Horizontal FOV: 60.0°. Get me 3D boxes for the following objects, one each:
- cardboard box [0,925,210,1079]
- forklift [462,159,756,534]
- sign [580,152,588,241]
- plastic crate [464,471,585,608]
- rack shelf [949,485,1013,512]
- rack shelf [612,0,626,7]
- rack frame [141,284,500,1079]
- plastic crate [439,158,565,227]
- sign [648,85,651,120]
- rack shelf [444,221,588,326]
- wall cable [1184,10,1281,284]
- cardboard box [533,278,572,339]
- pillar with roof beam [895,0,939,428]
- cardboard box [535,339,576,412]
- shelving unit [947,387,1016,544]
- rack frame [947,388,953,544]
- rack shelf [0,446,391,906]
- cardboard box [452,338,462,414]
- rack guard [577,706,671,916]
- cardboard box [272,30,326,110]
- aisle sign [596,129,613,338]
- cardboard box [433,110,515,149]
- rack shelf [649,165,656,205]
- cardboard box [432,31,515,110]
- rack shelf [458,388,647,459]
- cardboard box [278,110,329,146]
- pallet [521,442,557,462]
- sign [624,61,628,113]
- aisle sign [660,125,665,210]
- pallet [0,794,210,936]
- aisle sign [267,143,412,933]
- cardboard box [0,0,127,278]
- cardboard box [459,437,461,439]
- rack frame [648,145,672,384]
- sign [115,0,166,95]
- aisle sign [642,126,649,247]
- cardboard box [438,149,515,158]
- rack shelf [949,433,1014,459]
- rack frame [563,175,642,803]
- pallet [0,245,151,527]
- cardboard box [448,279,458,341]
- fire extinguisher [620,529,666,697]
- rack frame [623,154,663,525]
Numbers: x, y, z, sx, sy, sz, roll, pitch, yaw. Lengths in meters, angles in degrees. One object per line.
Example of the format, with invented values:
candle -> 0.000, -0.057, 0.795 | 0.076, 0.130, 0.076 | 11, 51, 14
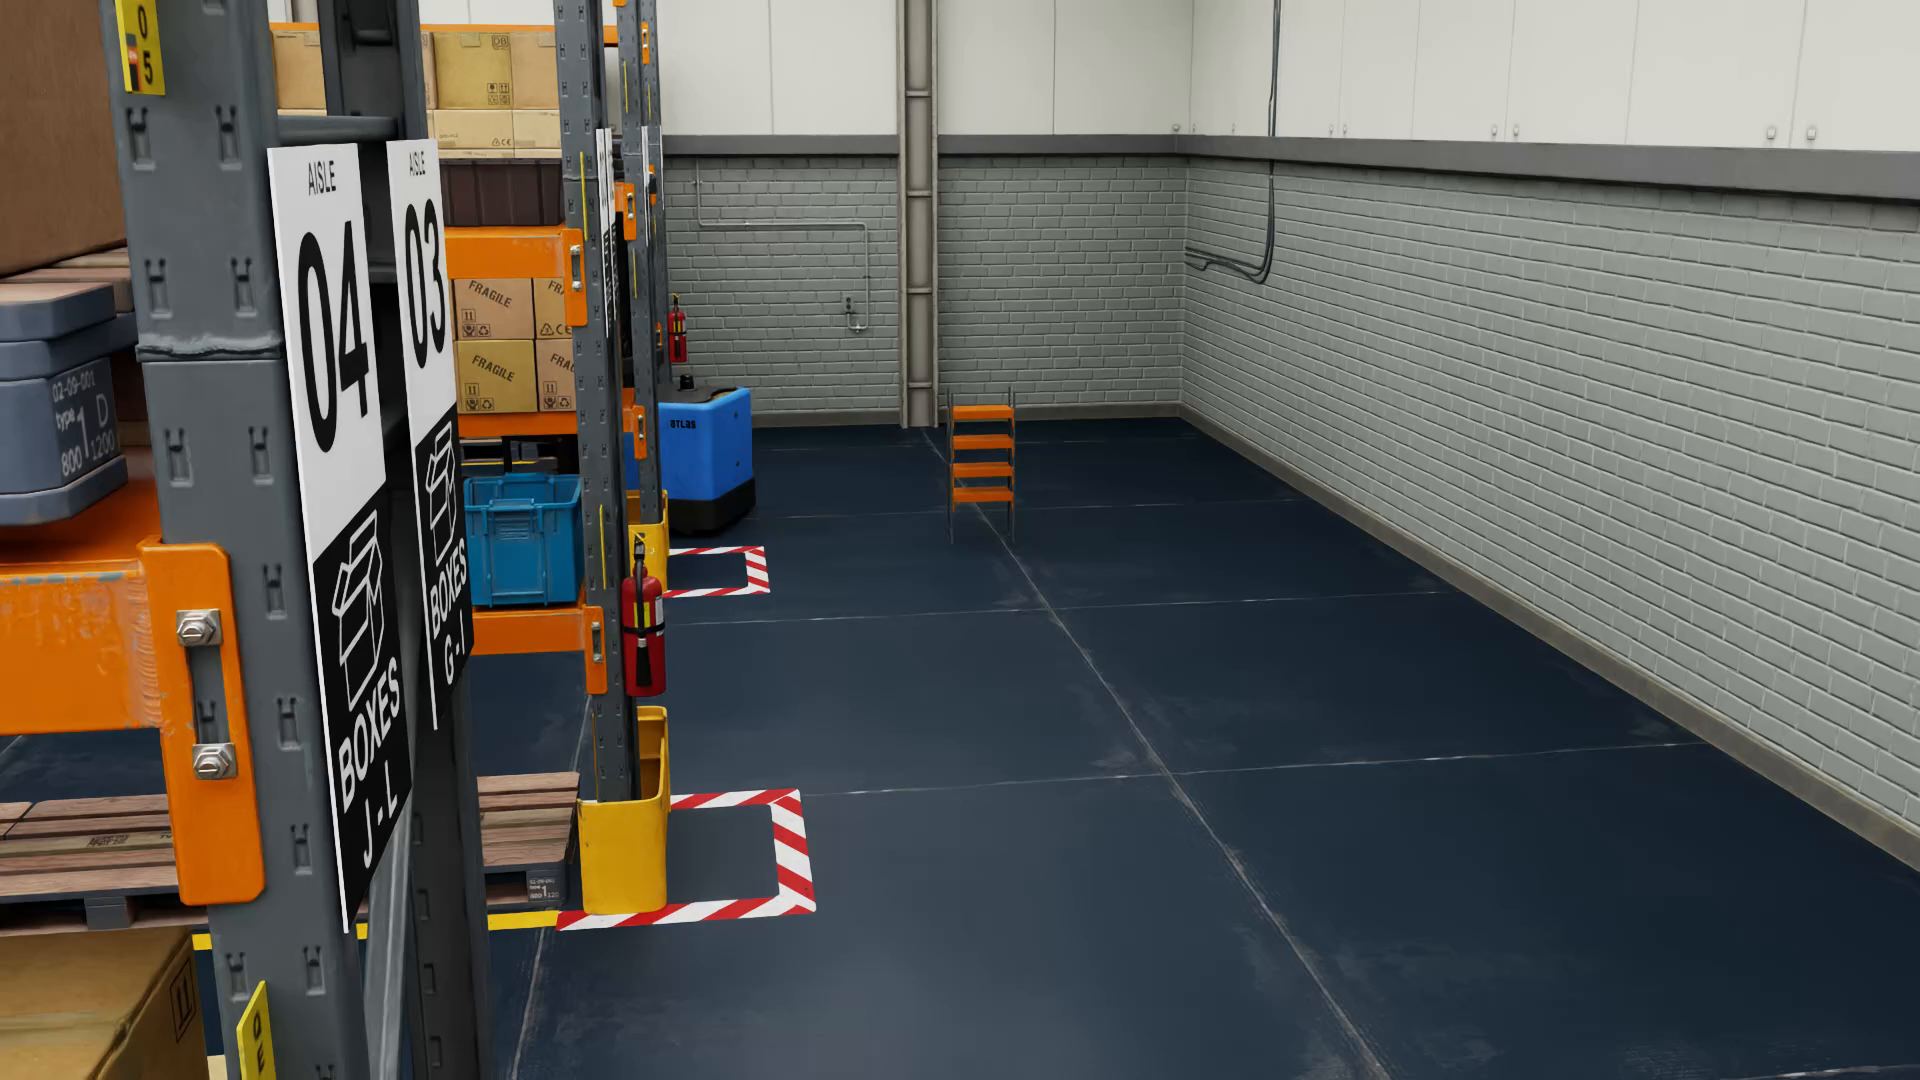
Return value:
cardboard box -> -1.220, 0.813, 1.969 | 0.500, 0.500, 0.500 | -2, 14, -8
forklift -> -3.310, -1.633, 13.708 | 3.031, 2.935, 1.130 | 3, 14, 13
sign -> -1.418, -1.297, 6.274 | 0.005, 0.325, 0.100 | -2, 14, -8
plastic crate -> -1.819, -0.013, 6.912 | 0.499, 0.435, 0.616 | -2, 14, -8
rack shelf -> 0.164, -0.330, 13.164 | 0.480, 0.148, 0.258 | -2, 14, -8
rack shelf -> -4.228, -3.703, 10.972 | 4.000, 0.370, 1.077 | -2, 14, -8
rack frame -> -0.778, 1.167, 2.401 | 0.127, 3.000, 1.000 | -2, 14, -8
plastic crate -> -1.938, -1.469, 7.014 | 0.590, 0.269, 0.497 | -2, 14, -8
sign -> -2.925, -4.122, 15.668 | 0.005, 0.325, 0.100 | -2, 14, -8
rack shelf -> -3.493, -1.058, 6.585 | 4.000, 0.370, 1.077 | -2, 14, -8
wall cable -> 2.654, -3.930, 16.776 | 0.112, 2.526, 3.097 | -2, 14, -8
cardboard box -> -2.649, -1.667, 11.441 | 0.500, 0.500, 0.500 | -2, 14, -9
pillar with roof beam -> 0.191, -4.587, 13.015 | 0.400, 9.000, 9.100 | -2, 14, -8
cardboard box -> -2.652, -1.183, 11.565 | 0.500, 0.500, 0.500 | -2, 14, -7
shelving unit -> 0.164, -0.588, 13.100 | 0.503, 1.200, 0.258 | -2, 14, -8
rack frame -> -0.078, -0.579, 13.065 | 0.015, 1.200, 0.240 | -2, 14, -8
rack shelf -> -2.756, 0.134, 1.835 | 4.000, 0.370, 1.077 | -2, 14, -8
cardboard box -> -3.659, -1.146, 11.420 | 0.500, 0.500, 0.500 | -2, 14, -8
rack guard -> -1.494, 1.184, 7.472 | 0.348, 0.500, 1.175 | -2, 14, -8
cardboard box -> -4.249, -3.144, 11.166 | 0.500, 0.500, 0.700 | -2, 14, -8
aisle sign -> -1.401, -1.217, 6.565 | 0.004, 0.787, 0.394 | -2, 14, -8
cardboard box -> -3.214, -2.742, 11.104 | 0.500, 0.250, 0.500 | -2, 14, -8
rack shelf -> -4.969, -3.441, 16.087 | 4.000, 0.370, 1.077 | -2, 14, -8
cardboard box -> -3.263, -3.184, 11.323 | 0.500, 0.500, 0.700 | -2, 14, -8
rack shelf -> -4.228, -0.794, 11.702 | 4.000, 0.370, 1.077 | -2, 14, -8
cardboard box -> -4.203, -2.705, 10.957 | 0.500, 0.250, 0.500 | -2, 14, -8
pallet -> -3.771, -1.007, 16.802 | 1.213, 0.211, 1.003 | -2, 14, -8
sign -> -2.187, -2.966, 10.895 | 0.005, 0.325, 0.100 | -2, 14, -8
aisle sign -> -2.876, -3.599, 16.060 | 0.004, 0.787, 0.394 | -2, 14, -8
pallet -> -3.541, 1.392, 7.236 | 1.213, 0.211, 1.003 | -2, 14, -8
aisle sign -> -0.662, -0.024, 1.807 | 0.004, 0.787, 0.394 | -2, 14, -8
cardboard box -> -1.284, -0.557, 1.834 | 0.500, 0.500, 0.700 | -3, 14, -12
cardboard box -> -5.187, -1.291, 16.480 | 0.500, 0.500, 0.700 | -2, 14, -7
rack frame -> -2.992, -2.407, 16.654 | 0.127, 3.000, 1.000 | -2, 14, -8
sign -> -0.711, -0.548, 1.416 | 0.005, 0.325, 0.100 | -2, 14, -8
aisle sign -> -2.137, -2.405, 11.303 | 0.004, 0.787, 0.394 | -2, 14, -8
cardboard box -> -3.215, -2.500, 11.168 | 0.500, 0.250, 0.500 | -2, 14, -8
rack shelf -> 0.164, -0.740, 13.062 | 0.480, 0.148, 0.258 | -2, 14, -8
rack frame -> -1.516, -0.024, 7.152 | 0.127, 3.000, 1.000 | -2, 14, -8
pallet -> -1.510, -0.215, 1.930 | 1.213, 0.211, 1.003 | -2, 14, -8
cardboard box -> -3.660, -1.628, 11.288 | 0.500, 0.500, 0.500 | -2, 14, -7
fire extinguisher -> -1.299, 0.298, 6.792 | 0.183, 0.674, 0.296 | -2, 14, -8
rack frame -> -2.250, -1.216, 11.903 | 0.127, 3.000, 1.000 | -2, 14, -8
